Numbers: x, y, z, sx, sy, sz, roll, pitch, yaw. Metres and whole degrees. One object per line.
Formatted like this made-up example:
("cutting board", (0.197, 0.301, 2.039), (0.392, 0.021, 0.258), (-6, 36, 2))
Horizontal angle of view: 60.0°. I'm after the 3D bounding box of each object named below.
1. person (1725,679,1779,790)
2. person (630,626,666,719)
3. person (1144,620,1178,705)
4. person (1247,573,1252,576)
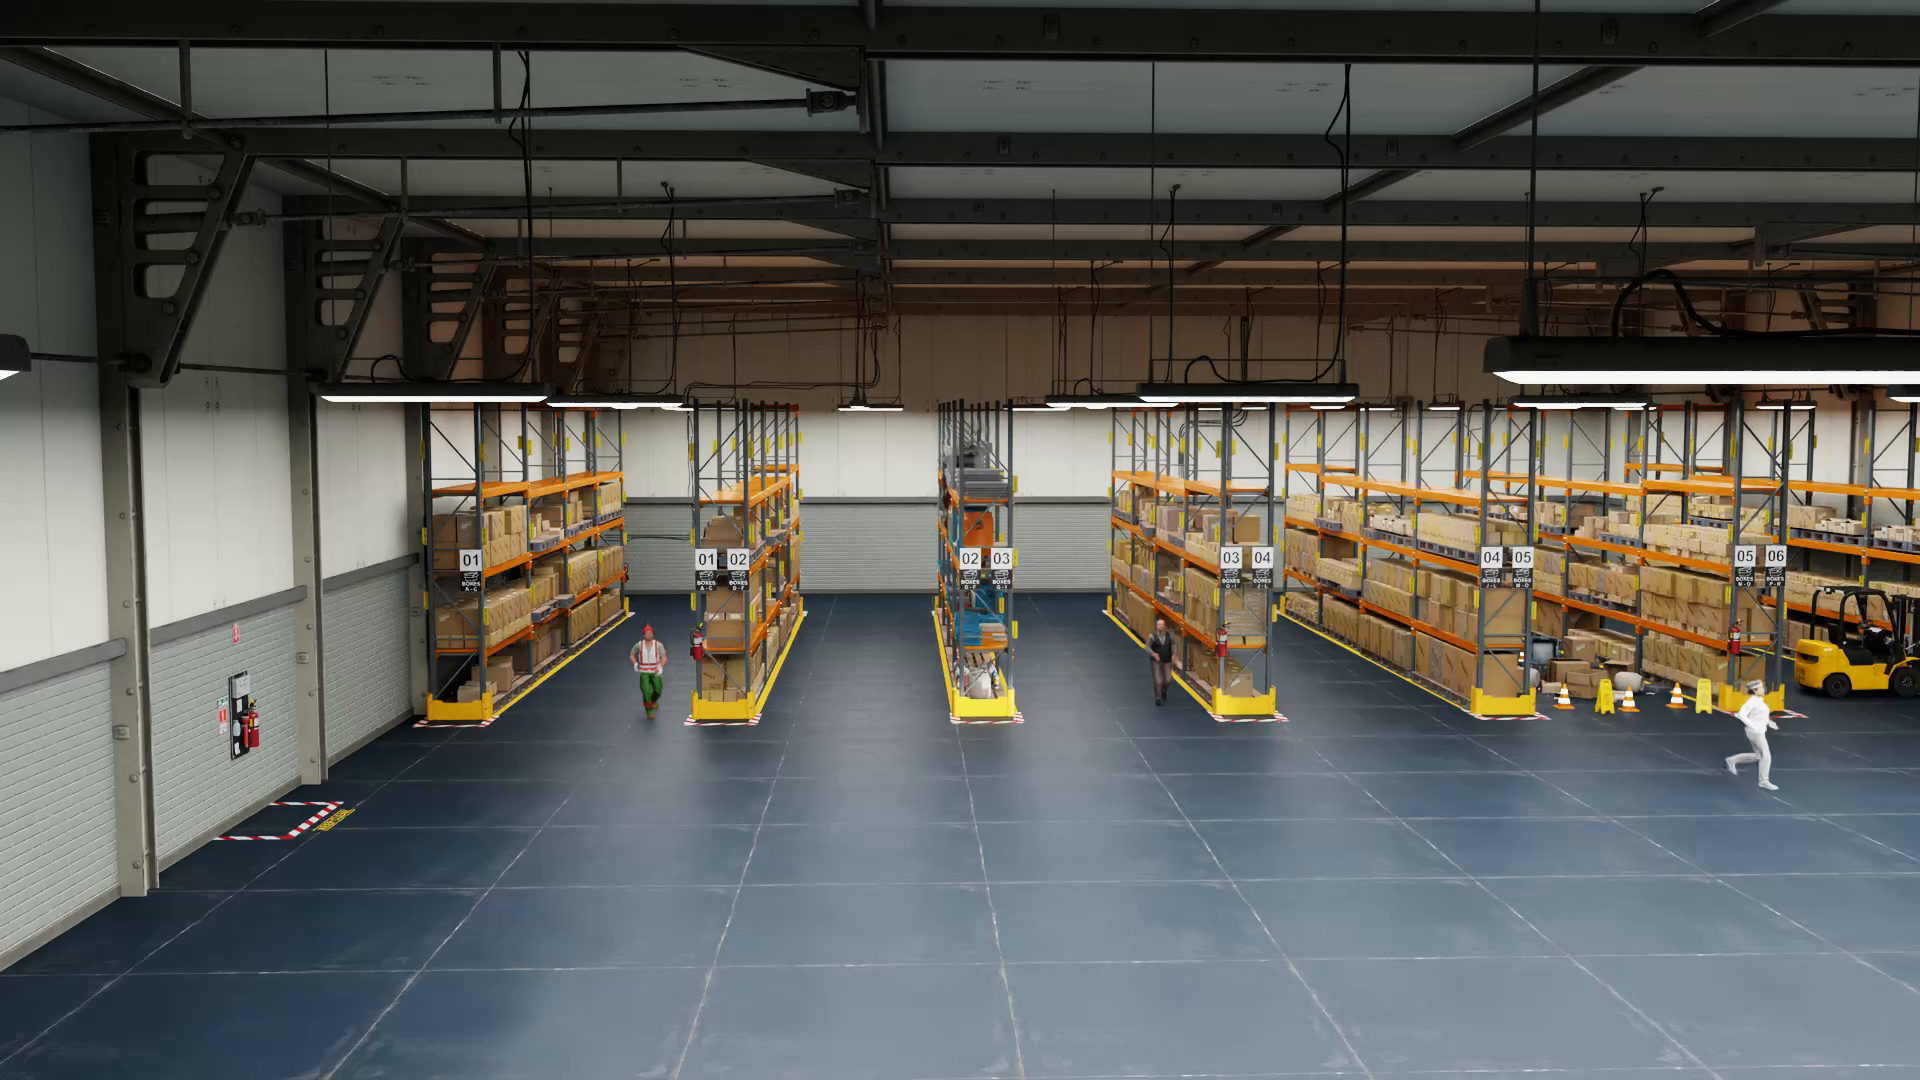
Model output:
("person", (12.182, 2.964, 25.524), (0.748, 1.687, 0.618), (3, 5, 37))
("person", (-5.878, 2.484, 31.357), (0.685, 1.735, 0.582), (-1, 4, -13))
("person", (3.964, 2.406, 32.622), (0.689, 1.685, 0.592), (0, 4, -5))
("person", (8.667, 1.154, 48.658), (0.957, 1.803, 0.723), (-1, 4, -9))
